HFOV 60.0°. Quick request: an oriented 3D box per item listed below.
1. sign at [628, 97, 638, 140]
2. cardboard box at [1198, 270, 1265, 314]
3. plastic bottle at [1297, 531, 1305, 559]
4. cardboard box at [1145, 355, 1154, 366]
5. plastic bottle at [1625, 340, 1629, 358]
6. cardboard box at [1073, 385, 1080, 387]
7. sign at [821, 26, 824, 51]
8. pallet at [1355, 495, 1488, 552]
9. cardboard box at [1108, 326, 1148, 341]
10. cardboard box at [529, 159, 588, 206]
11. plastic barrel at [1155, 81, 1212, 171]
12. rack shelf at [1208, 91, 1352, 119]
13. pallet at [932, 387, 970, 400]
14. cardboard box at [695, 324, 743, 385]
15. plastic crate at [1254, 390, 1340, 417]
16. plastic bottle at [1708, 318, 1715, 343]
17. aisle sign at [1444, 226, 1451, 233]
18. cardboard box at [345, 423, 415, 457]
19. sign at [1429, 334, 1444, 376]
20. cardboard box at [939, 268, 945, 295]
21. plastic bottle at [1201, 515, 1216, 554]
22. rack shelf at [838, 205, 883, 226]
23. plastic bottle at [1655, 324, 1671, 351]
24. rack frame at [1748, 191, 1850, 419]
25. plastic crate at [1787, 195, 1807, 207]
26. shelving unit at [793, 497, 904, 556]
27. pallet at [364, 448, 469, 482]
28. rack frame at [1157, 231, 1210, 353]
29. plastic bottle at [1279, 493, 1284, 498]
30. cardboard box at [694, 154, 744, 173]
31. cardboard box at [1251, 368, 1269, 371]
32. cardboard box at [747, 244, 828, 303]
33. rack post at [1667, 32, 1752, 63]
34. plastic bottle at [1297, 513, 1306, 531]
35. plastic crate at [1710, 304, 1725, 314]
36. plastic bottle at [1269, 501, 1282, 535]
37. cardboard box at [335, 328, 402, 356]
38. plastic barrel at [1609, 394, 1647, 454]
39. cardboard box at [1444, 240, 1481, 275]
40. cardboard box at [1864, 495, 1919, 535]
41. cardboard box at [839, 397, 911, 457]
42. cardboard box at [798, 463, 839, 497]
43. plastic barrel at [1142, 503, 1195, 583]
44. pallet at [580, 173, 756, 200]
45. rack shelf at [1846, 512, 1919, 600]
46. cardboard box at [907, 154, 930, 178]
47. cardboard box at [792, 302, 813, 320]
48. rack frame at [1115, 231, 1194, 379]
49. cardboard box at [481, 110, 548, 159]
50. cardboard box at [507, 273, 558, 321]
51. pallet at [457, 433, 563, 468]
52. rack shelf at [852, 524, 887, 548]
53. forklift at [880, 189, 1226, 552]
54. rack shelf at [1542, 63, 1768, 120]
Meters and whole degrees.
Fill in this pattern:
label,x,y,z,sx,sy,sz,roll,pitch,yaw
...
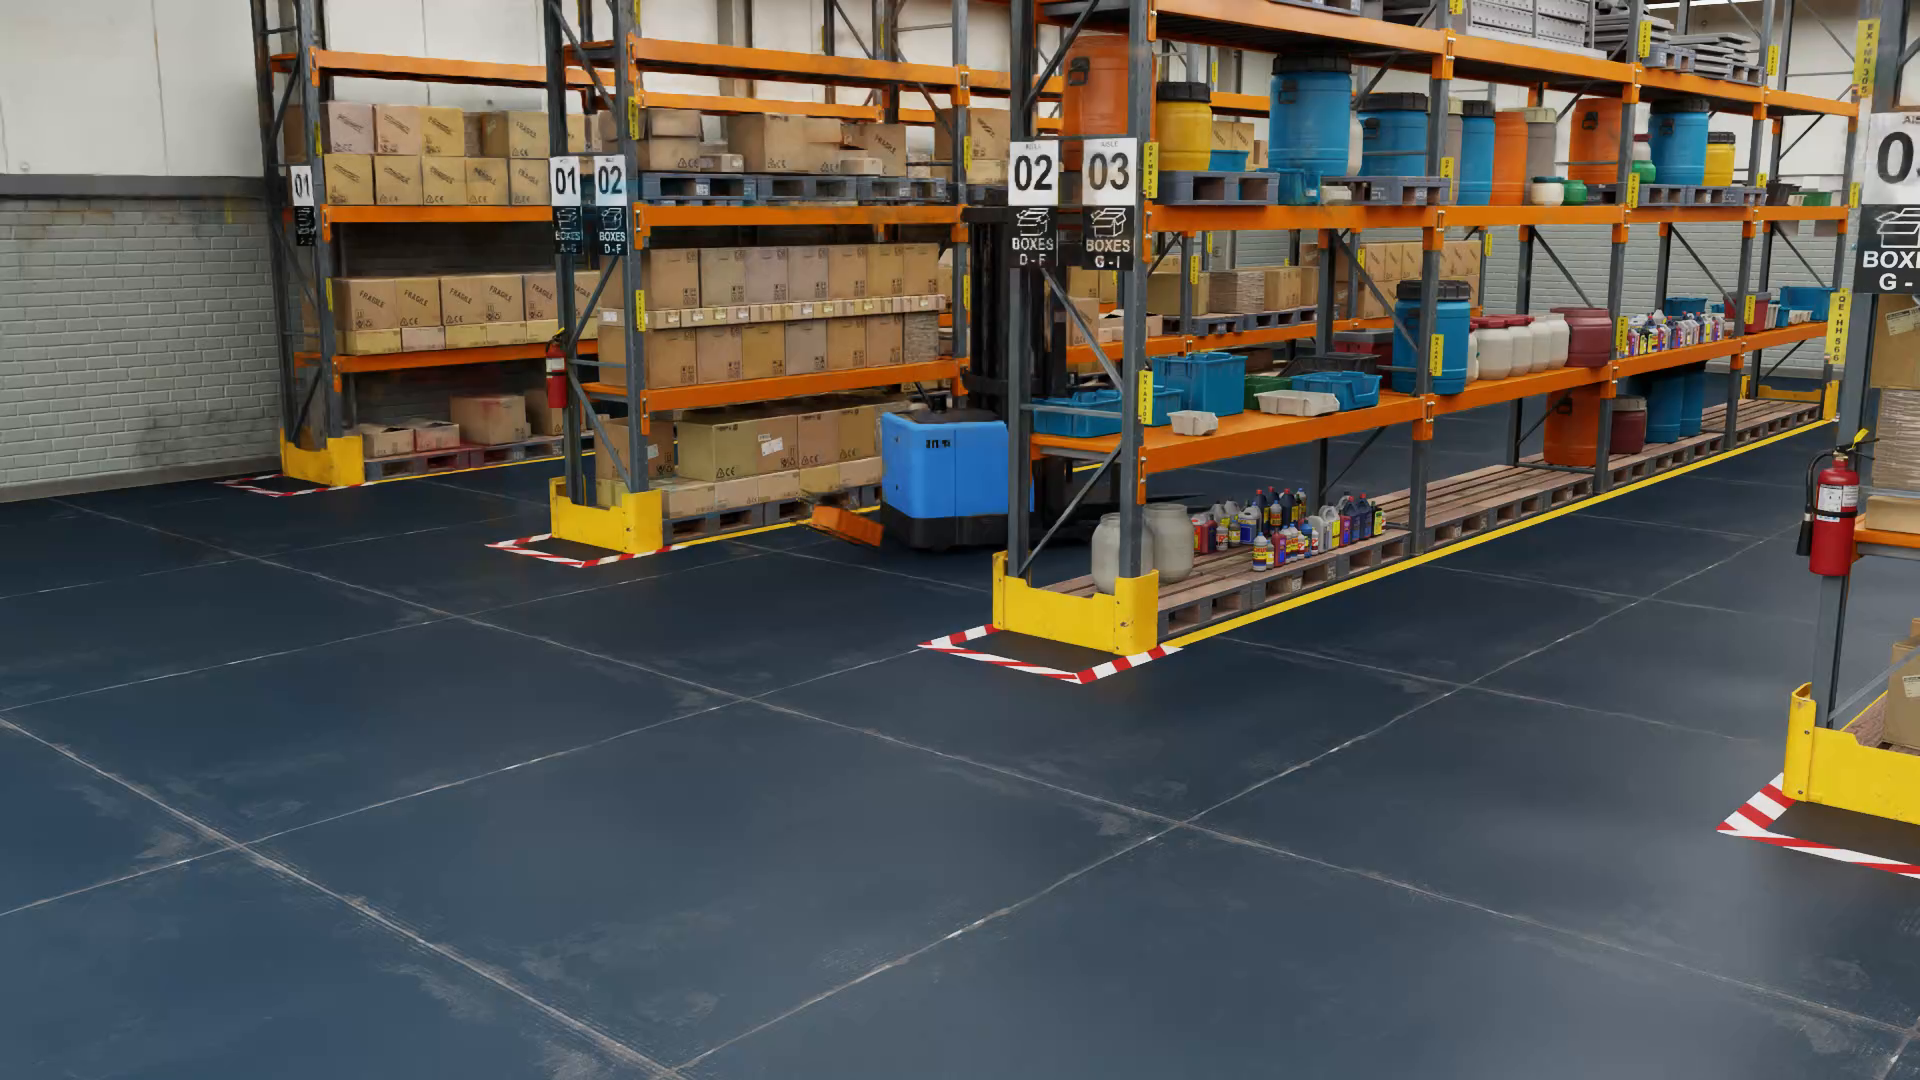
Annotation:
label,x,y,z,sx,sy,sz,roll,pitch,yaw
sign,-2.572,-3.322,13.093,0.100,0.325,0.005,10,15,40
cardboard box,3.374,-3.105,20.773,0.500,0.500,0.700,-9,14,-37
plastic bottle,2.522,0.035,12.399,0.097,0.201,0.097,0,11,0
cardboard box,2.804,-3.167,27.717,0.700,0.500,0.500,9,14,39
plastic bottle,6.704,-1.945,16.796,0.097,0.201,0.097,0,11,0
cardboard box,1.389,-1.648,19.322,0.500,0.311,0.500,9,15,39
sign,-1.847,-6.822,22.603,0.100,0.325,0.005,10,15,40
pallet,3.863,-0.157,14.458,1.003,0.211,1.213,10,15,40
cardboard box,1.910,-2.342,18.920,0.380,0.149,0.250,10,15,40
cardboard box,-4.559,-4.035,18.792,0.500,0.500,0.500,8,14,36
plastic barrel,1.390,-2.769,11.203,0.600,0.588,0.600,0,11,0
rack shelf,3.616,-5.321,20.732,1.077,0.370,4.000,10,15,40
pallet,-0.045,-2.191,24.640,1.003,0.211,1.213,10,15,40
cardboard box,-2.324,-1.650,14.560,0.700,0.500,0.500,10,15,42
plastic crate,2.492,-1.003,12.247,0.530,0.136,0.437,10,15,40
plastic bottle,8.396,-2.366,18.718,0.152,0.276,0.135,10,15,40
aisle sign,7.401,-5.133,25.616,0.394,0.787,0.004,10,15,40
cardboard box,-6.184,-1.084,17.719,0.500,0.311,0.500,8,14,34
sign,3.780,-1.467,13.190,0.100,0.325,0.005,10,15,40
cardboard box,-0.562,-3.592,23.472,0.500,0.500,0.500,10,15,42
plastic bottle,1.884,-0.046,12.594,0.061,0.283,0.133,10,15,40
rack shelf,-0.108,-4.686,24.191,1.077,0.370,4.000,10,15,40
plastic bottle,7.458,-2.157,17.671,0.152,0.276,0.135,10,15,40
rack frame,11.295,-3.169,22.421,1.000,3.000,0.127,10,15,40
plastic crate,10.117,-4.175,20.470,0.437,0.136,0.530,10,15,40
shelving unit,-0.865,-0.100,13.121,0.258,0.189,1.200,7,-8,31
pallet,-6.096,-0.855,17.952,1.003,0.211,1.213,10,15,40
rack frame,3.853,-4.450,28.834,1.000,3.000,0.127,10,15,40
plastic bottle,2.641,-0.243,13.598,0.152,0.276,0.135,10,15,42
cardboard box,-2.076,-3.229,14.272,0.380,0.149,0.250,10,15,40
cardboard box,3.755,-2.020,21.923,0.500,0.500,0.500,10,15,41
cardboard box,-1.627,-2.442,15.213,0.700,0.500,0.500,10,15,40
rack post,8.075,-5.366,18.294,0.937,0.300,0.954,9,15,39
plastic bottle,2.635,-0.070,12.715,0.061,0.283,0.133,10,15,40
plastic crate,9.817,-2.885,21.271,0.416,0.233,0.300,10,15,40
plastic bottle,2.524,-0.180,13.294,0.097,0.271,0.097,0,11,0
cardboard box,-6.148,-2.063,17.214,0.500,0.250,0.500,9,15,39
plastic barrel,7.070,-1.256,17.926,0.600,0.588,0.708,10,15,40
cardboard box,7.489,-4.249,25.016,0.500,0.500,0.500,10,15,40
cardboard box,4.487,-0.120,7.797,0.380,0.149,0.250,10,15,40
cardboard box,-0.825,-1.102,16.101,0.500,0.500,0.500,10,15,40
cardboard box,-1.473,-0.584,15.427,0.500,0.250,0.500,10,15,40
plastic barrel,1.441,0.018,11.741,0.421,0.512,0.421,0,11,0
pallet,-2.499,-2.985,14.063,1.003,0.211,1.213,10,15,40
rack shelf,5.774,-0.116,8.972,1.077,0.370,4.000,10,15,40
cardboard box,-0.841,-5.172,23.413,0.700,0.500,0.500,9,14,37
cardboard box,-1.549,-2.079,15.052,0.380,0.149,0.250,10,15,41
rack frame,2.296,-2.633,19.737,1.000,3.000,0.127,10,15,40
cardboard box,-4.886,-4.436,18.244,0.500,0.500,0.500,9,14,38
cardboard box,-4.814,-2.732,18.650,0.500,0.500,0.500,9,15,39
pallet,-5.290,-1.034,18.847,1.003,0.211,1.213,10,15,40
rack shelf,-0.728,-0.042,13.363,0.258,0.180,0.103,7,-8,31
forklift,0.887,-1.489,14.181,3.031,2.935,1.130,-4,12,-18
rack shelf,7.334,-4.680,17.523,1.077,0.370,4.000,10,15,40
